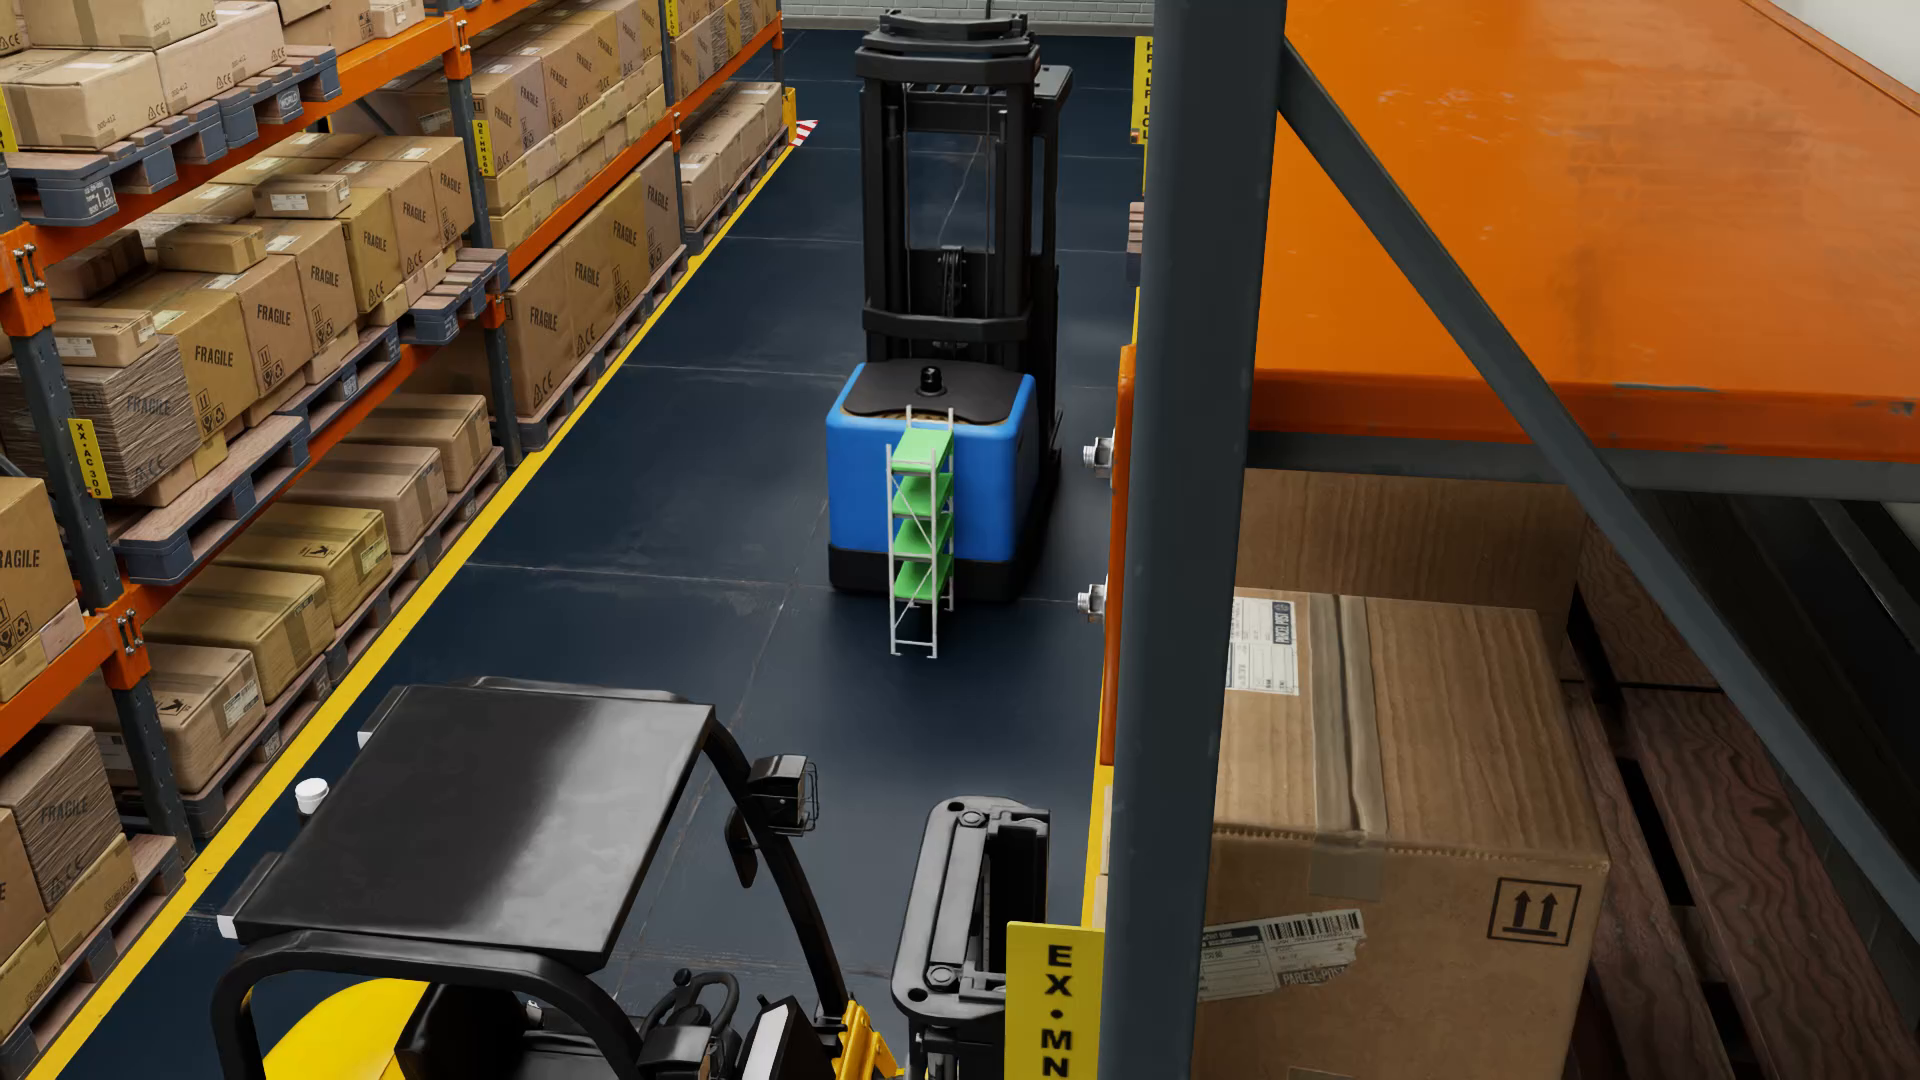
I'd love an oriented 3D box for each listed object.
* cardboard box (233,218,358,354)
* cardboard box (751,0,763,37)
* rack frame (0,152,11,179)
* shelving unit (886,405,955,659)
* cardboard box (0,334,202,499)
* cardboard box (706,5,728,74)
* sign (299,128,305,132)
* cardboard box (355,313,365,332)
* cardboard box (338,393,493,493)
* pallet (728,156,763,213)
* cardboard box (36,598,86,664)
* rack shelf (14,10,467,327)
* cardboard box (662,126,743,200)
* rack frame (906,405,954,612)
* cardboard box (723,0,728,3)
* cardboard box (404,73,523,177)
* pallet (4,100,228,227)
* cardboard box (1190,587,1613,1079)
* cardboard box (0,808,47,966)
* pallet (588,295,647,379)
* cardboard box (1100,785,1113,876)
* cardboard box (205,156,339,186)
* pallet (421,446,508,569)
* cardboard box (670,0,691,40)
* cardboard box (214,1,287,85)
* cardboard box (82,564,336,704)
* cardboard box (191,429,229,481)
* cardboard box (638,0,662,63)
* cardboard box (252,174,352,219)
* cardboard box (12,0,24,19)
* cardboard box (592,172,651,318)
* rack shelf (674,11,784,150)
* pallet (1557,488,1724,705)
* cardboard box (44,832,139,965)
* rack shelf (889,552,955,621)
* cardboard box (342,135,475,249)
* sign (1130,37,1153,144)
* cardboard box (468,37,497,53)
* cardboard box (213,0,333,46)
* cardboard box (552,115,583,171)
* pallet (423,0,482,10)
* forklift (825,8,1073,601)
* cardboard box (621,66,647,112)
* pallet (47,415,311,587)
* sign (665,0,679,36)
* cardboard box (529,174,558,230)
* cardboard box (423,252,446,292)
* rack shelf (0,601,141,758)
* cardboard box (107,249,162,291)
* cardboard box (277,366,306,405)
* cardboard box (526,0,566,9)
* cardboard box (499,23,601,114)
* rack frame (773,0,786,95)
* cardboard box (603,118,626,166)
[{"bbox_3d":[-3.277,-1.224,7.998,0.500,0.500,0.500,2,28,4],"label":"cardboard box"},{"bbox_3d":[-2.208,-5.165,16.069,0.500,0.500,0.500,3,28,5],"label":"cardboard box"},{"bbox_3d":[-3.806,-2.591,5.072,1.000,3.000,0.127,3,28,6],"label":"rack frame"},{"bbox_3d":[-0.196,-0.038,8.555,0.258,1.200,0.503,5,29,9],"label":"shelving unit"},{"bbox_3d":[-3.464,-0.514,6.680,0.500,0.500,0.500,4,29,7],"label":"cardboard box"},{"bbox_3d":[-2.375,-4.436,14.716,0.500,0.500,0.500,4,29,7],"label":"cardboard box"},{"bbox_3d":[-3.867,-2.374,9.772,0.100,0.325,0.005,3,28,6],"label":"sign"},{"bbox_3d":[-3.284,-1.128,8.504,0.380,0.149,0.250,4,29,7],"label":"cardboard box"},{"bbox_3d":[-3.395,-0.596,10.021,0.950,0.372,0.625,1,28,3],"label":"cardboard box"},{"bbox_3d":[-2.508,-3.418,15.871,1.003,0.211,1.213,3,28,6],"label":"pallet"},{"bbox_3d":[-3.543,0.329,6.241,0.380,0.149,0.250,3,28,6],"label":"cardboard box"},{"bbox_3d":[-3.561,-1.895,7.702,1.077,0.370,4.000,3,28,6],"label":"rack shelf"},{"bbox_3d":[-2.533,-3.484,15.312,0.875,0.438,0.875,3,28,5],"label":"cardboard box"},{"bbox_3d":[-0.154,-0.152,8.767,0.240,1.200,0.015,5,29,9],"label":"rack frame"},{"bbox_3d":[-2.321,-5.125,14.941,0.500,0.500,0.500,3,28,6],"label":"cardboard box"},{"bbox_3d":[-3.013,-2.535,10.134,0.500,0.500,0.500,2,28,5],"label":"cardboard box"},{"bbox_3d":[-3.625,-1.472,6.356,1.213,0.211,1.003,3,28,6],"label":"pallet"},{"bbox_3d":[0.443,0.403,2.022,0.500,0.500,0.500,4,29,8],"label":"cardboard box"},{"bbox_3d":[-3.673,1.279,5.879,0.500,0.500,0.500,4,29,7],"label":"cardboard box"},{"bbox_3d":[-2.992,-1.545,12.395,1.003,0.211,1.213,3,28,6],"label":"pallet"},{"bbox_3d":[0.750,1.131,5.889,0.500,0.250,0.500,3,28,5],"label":"cardboard box"},{"bbox_3d":[-3.657,-1.749,8.972,0.500,0.500,0.500,5,29,9],"label":"cardboard box"},{"bbox_3d":[-3.413,-0.238,9.969,1.003,0.211,1.213,3,28,6],"label":"pallet"},{"bbox_3d":[-2.527,-4.410,13.614,0.500,0.500,0.500,4,29,7],"label":"cardboard box"},{"bbox_3d":[-3.236,-2.118,7.072,0.500,0.250,0.500,3,28,6],"label":"cardboard box"},{"bbox_3d":[-3.659,0.436,8.106,0.950,0.372,0.625,5,29,9],"label":"cardboard box"},{"bbox_3d":[-3.385,-0.383,7.121,0.380,0.149,0.250,4,29,7],"label":"cardboard box"},{"bbox_3d":[-2.631,-3.975,12.807,0.500,0.500,0.500,4,29,8],"label":"cardboard box"},{"bbox_3d":[-3.236,-1.692,8.182,0.380,0.149,0.250,2,28,4],"label":"cardboard box"},{"bbox_3d":[-3.758,-2.372,7.015,0.500,0.250,0.500,4,29,7],"label":"cardboard box"},{"bbox_3d":[-2.925,-2.243,12.549,0.875,0.875,0.875,4,29,8],"label":"cardboard box"},{"bbox_3d":[-2.581,-4.341,15.403,1.077,0.370,4.000,3,28,6],"label":"rack shelf"},{"bbox_3d":[0.890,0.031,3.461,1.003,0.211,1.213,3,28,6],"label":"pallet"},{"bbox_3d":[-3.612,1.369,6.502,0.500,0.250,0.500,5,29,9],"label":"cardboard box"},{"bbox_3d":[-0.196,0.230,8.699,0.258,0.148,0.480,5,29,9],"label":"rack shelf"},{"bbox_3d":[-3.096,-1.963,9.369,0.500,0.500,0.500,3,28,5],"label":"cardboard box"},{"bbox_3d":[0.581,-1.377,5.104,0.100,0.325,0.005,3,28,6],"label":"sign"},{"bbox_3d":[-3.390,-3.051,11.091,0.500,0.500,0.500,3,28,6],"label":"cardboard box"},{"bbox_3d":[-3.474,-2.479,7.918,0.797,0.503,0.637,3,28,6],"label":"cardboard box"},{"bbox_3d":[-2.871,-2.688,11.209,0.500,0.250,0.500,3,28,6],"label":"cardboard box"},{"bbox_3d":[-3.290,-3.377,9.892,1.213,0.211,1.003,5,29,9],"label":"pallet"},{"bbox_3d":[0.038,-1.637,9.699,1.130,2.935,3.031,5,29,9],"label":"forklift"},{"bbox_3d":[-2.692,-3.413,12.553,0.500,0.250,0.500,4,29,7],"label":"cardboard box"},{"bbox_3d":[-3.568,-0.217,7.193,1.003,0.211,1.213,3,28,6],"label":"pallet"},{"bbox_3d":[-2.286,-4.164,13.179,0.100,0.325,0.005,3,28,6],"label":"sign"},{"bbox_3d":[-2.961,-2.225,10.876,0.500,0.250,0.500,3,28,5],"label":"cardboard box"},{"bbox_3d":[-3.070,-1.488,9.171,0.380,0.149,0.250,3,28,6],"label":"cardboard box"},{"bbox_3d":[-4.051,1.308,4.918,1.077,0.370,4.000,3,28,6],"label":"rack shelf"},{"bbox_3d":[-3.848,-1.017,7.613,0.500,0.500,0.500,4,29,8],"label":"cardboard box"},{"bbox_3d":[-3.321,-0.756,7.813,0.380,0.149,0.250,4,29,7],"label":"cardboard box"},{"bbox_3d":[-3.200,-3.769,12.423,0.500,0.500,0.500,3,28,6],"label":"cardboard box"},{"bbox_3d":[-2.818,-3.249,11.459,0.500,0.500,0.500,4,29,7],"label":"cardboard box"},{"bbox_3d":[-2.336,-5.599,16.980,1.000,3.000,0.127,3,28,6],"label":"rack frame"},{"bbox_3d":[-2.775,-2.948,12.218,0.500,0.250,0.500,3,28,5],"label":"cardboard box"}]
